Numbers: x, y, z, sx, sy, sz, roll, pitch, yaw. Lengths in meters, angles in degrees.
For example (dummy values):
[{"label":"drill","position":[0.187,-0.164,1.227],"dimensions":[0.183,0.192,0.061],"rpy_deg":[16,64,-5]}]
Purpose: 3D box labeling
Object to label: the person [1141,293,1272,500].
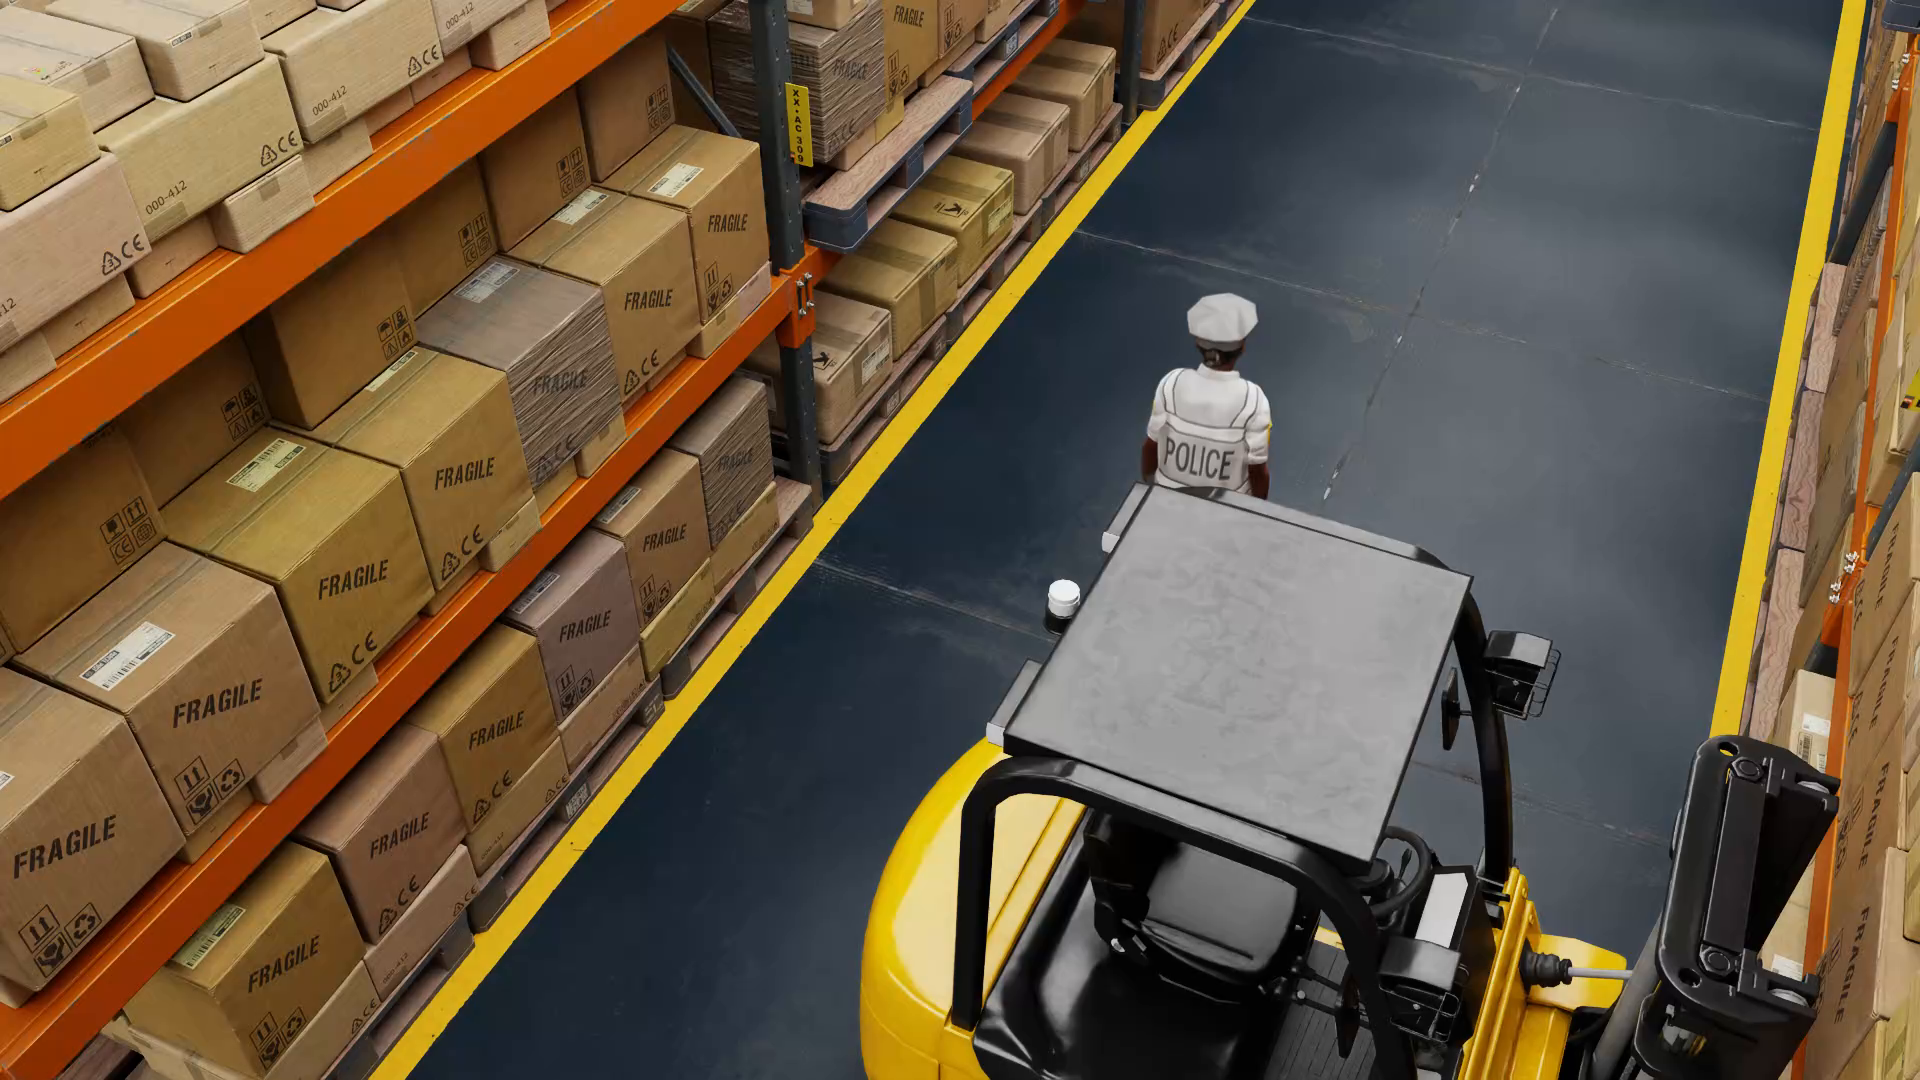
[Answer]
[{"label":"person","position":[0.937,-0.151,6.329],"dimensions":[0.513,1.656,0.426],"rpy_deg":[16,45,17]}]
